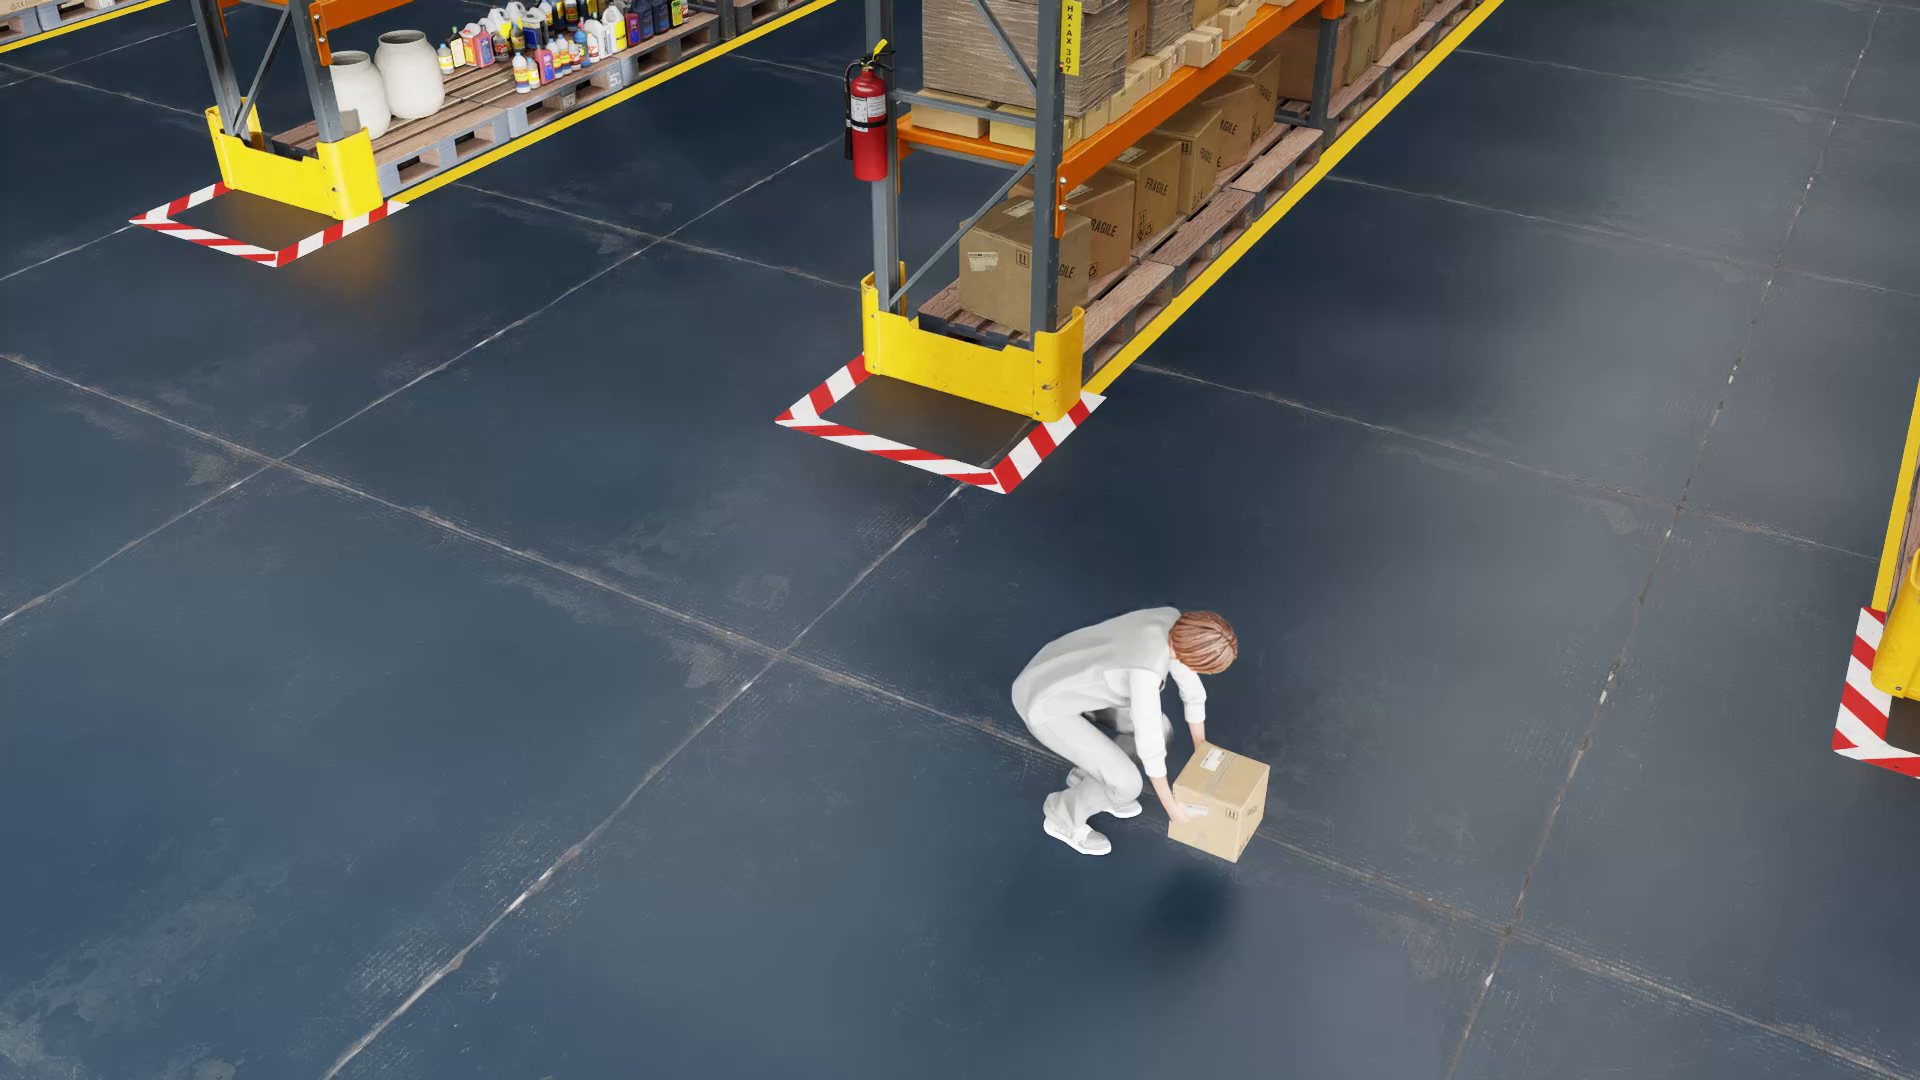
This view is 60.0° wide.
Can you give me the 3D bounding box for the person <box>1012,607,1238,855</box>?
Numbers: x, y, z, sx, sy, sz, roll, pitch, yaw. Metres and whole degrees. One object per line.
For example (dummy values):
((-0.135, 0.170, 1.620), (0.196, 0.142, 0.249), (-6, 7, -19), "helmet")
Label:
((0.557, 0.610, 5.761), (0.757, 1.039, 0.457), (18, 38, 24), "person")
